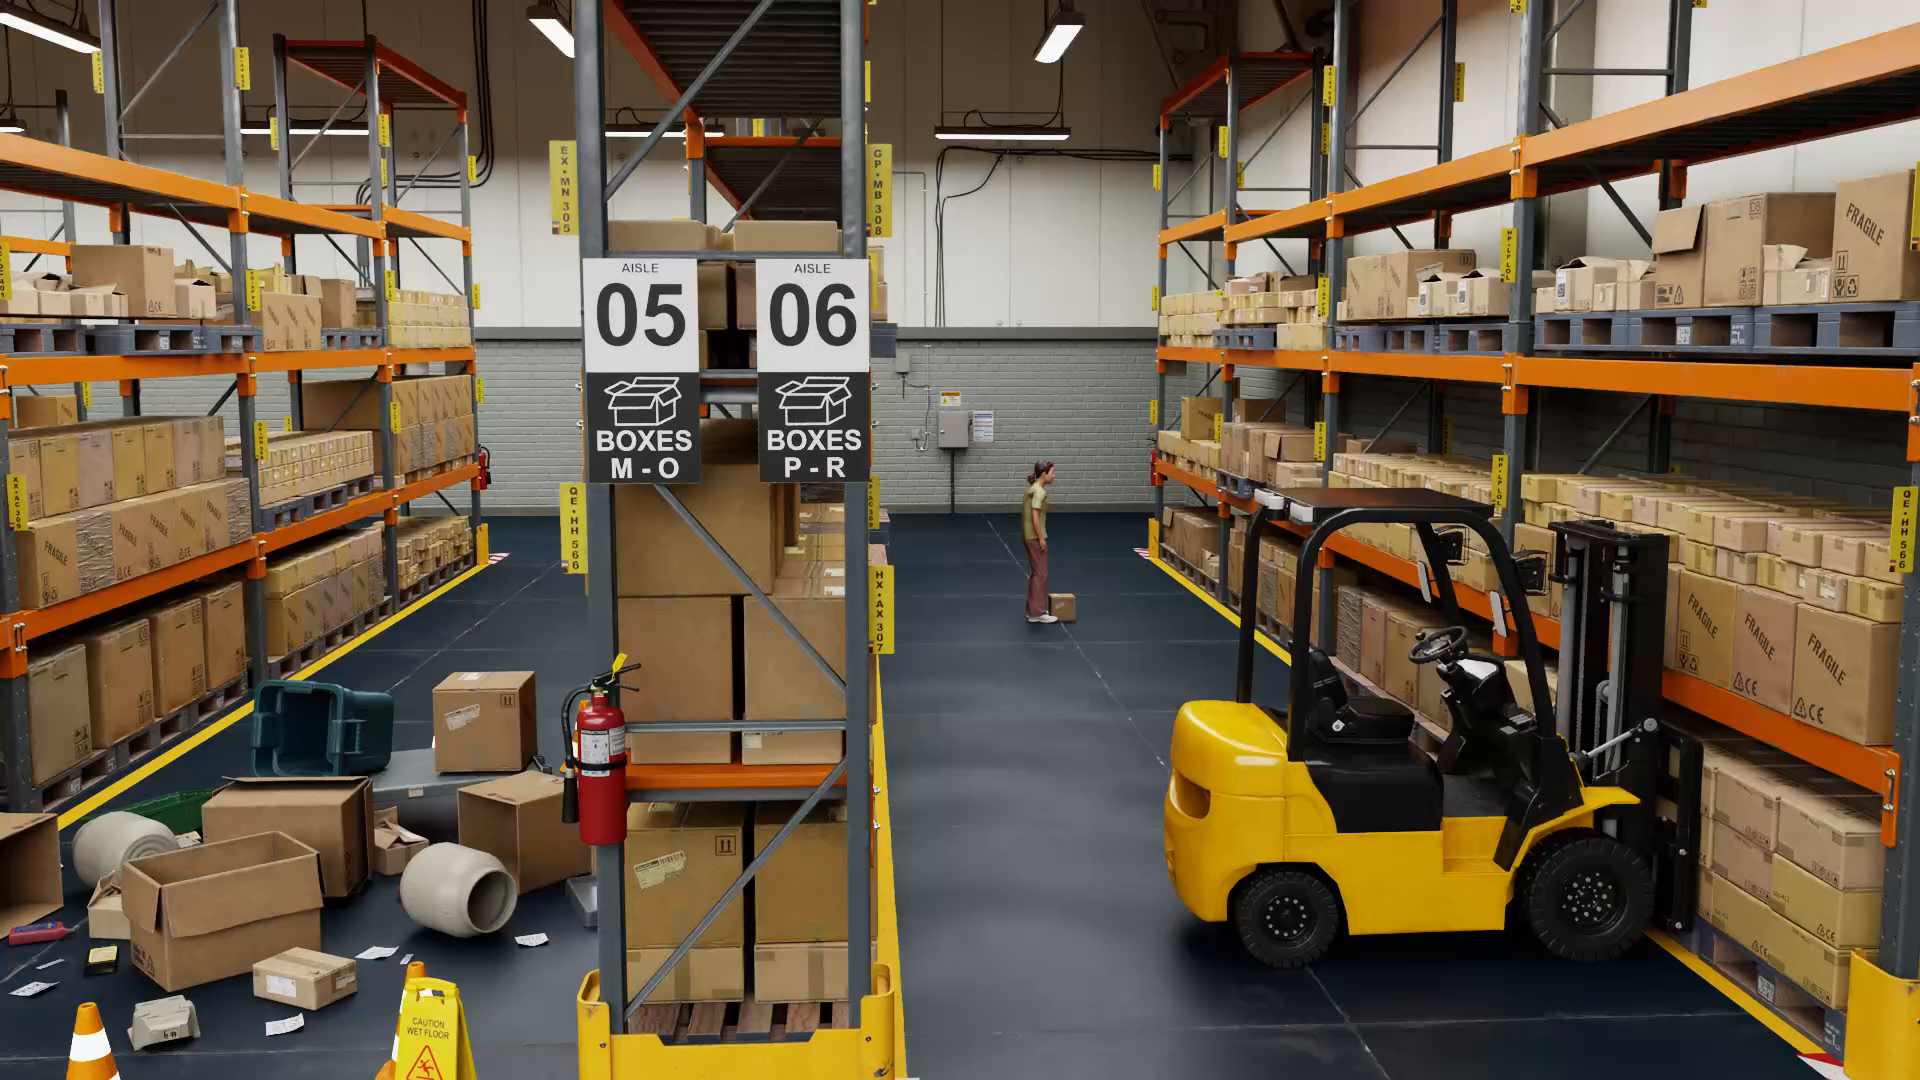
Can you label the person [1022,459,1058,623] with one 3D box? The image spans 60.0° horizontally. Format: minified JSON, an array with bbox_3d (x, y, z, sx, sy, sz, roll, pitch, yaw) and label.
[{"bbox_3d":[0.820,0.000,17.257,0.360,1.673,0.499,0,7,-4],"label":"person"}]
